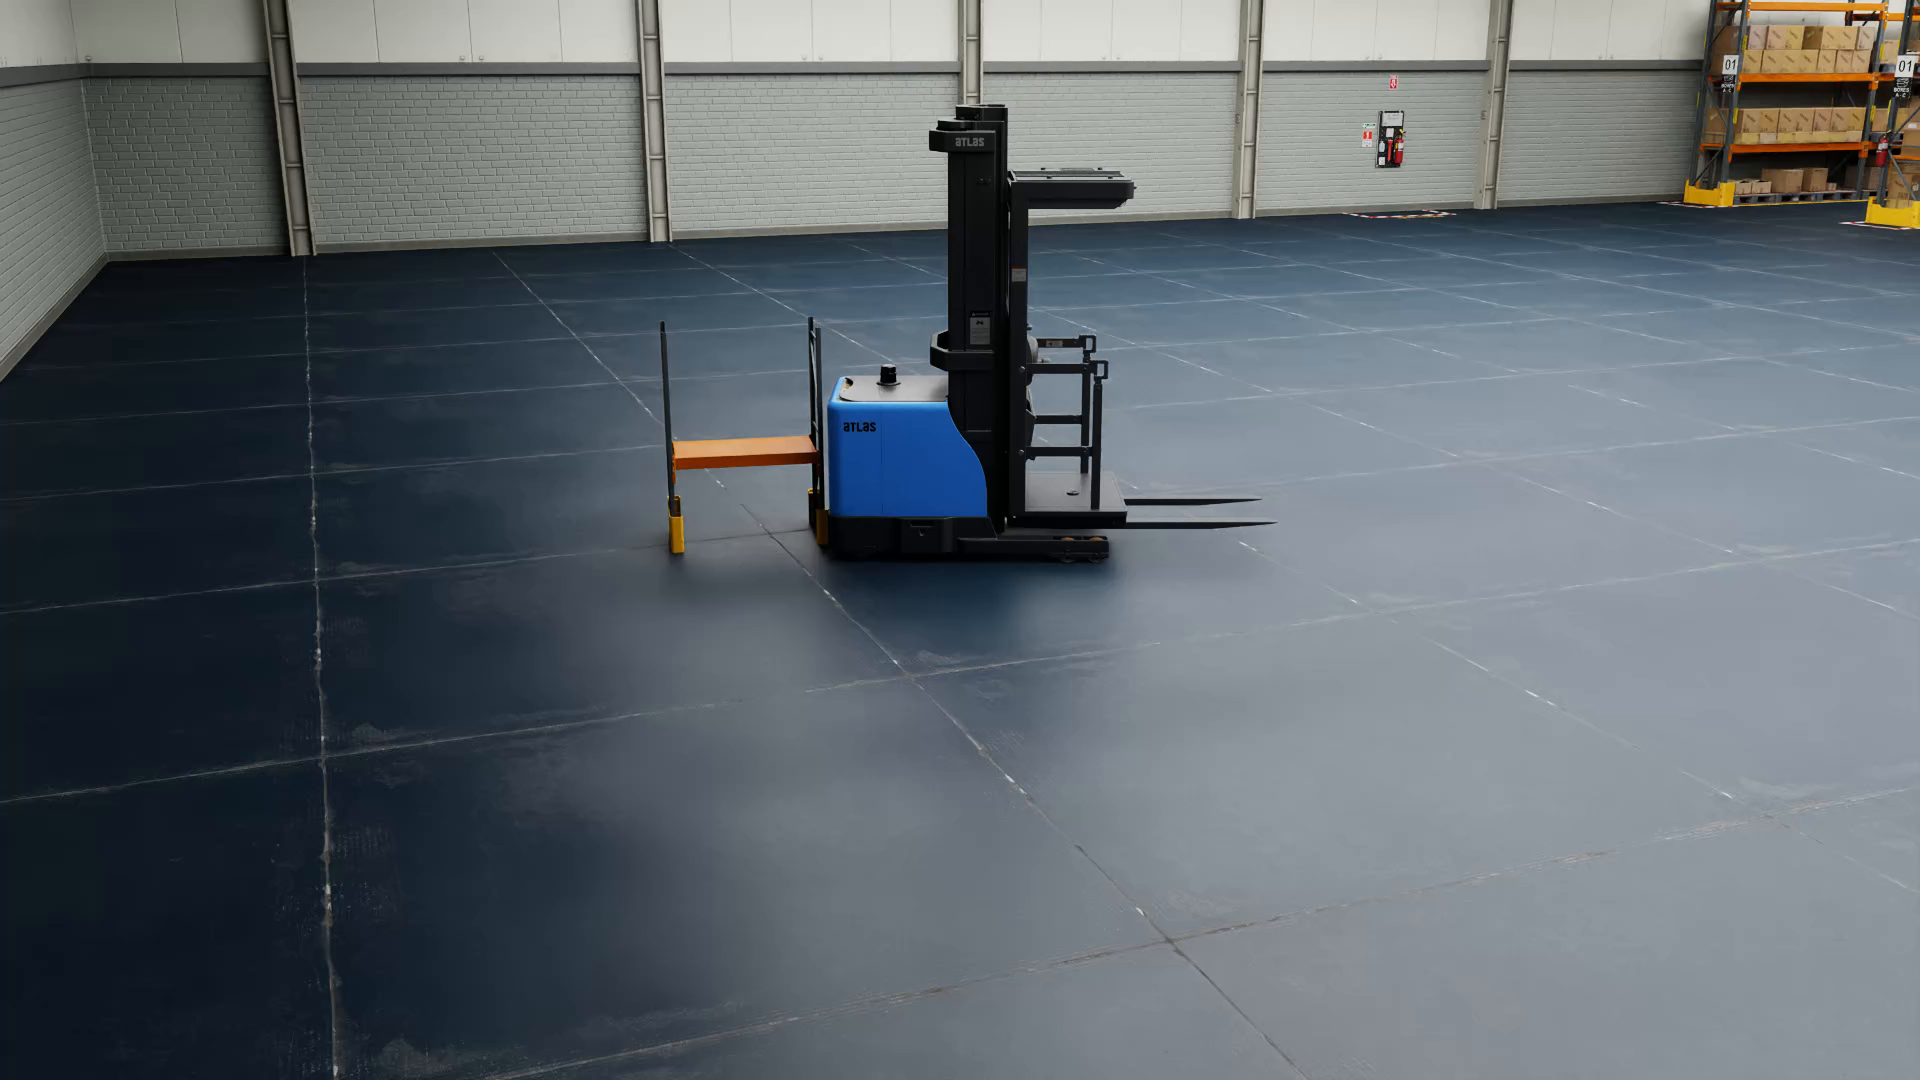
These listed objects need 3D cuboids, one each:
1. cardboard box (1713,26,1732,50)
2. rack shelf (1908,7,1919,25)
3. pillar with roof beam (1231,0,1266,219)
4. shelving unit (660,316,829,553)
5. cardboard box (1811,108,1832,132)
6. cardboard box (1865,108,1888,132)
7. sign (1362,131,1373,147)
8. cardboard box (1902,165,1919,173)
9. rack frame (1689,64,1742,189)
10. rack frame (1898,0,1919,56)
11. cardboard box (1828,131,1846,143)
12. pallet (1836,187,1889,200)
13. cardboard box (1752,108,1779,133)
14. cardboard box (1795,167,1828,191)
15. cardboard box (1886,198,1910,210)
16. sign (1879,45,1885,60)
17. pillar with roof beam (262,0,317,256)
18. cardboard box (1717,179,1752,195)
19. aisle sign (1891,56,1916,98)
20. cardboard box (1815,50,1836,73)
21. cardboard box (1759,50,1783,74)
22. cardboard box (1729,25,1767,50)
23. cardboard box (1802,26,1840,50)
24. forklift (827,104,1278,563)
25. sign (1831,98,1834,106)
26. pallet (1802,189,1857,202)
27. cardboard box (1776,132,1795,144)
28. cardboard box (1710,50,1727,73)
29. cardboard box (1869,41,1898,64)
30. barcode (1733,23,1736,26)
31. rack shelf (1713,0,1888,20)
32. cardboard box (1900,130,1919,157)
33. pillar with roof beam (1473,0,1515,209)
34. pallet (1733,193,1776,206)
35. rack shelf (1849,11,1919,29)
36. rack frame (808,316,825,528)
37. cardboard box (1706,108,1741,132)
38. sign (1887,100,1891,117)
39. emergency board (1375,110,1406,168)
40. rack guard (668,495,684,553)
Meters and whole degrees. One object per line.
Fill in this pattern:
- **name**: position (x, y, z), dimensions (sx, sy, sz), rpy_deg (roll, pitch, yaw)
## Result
- **cardboard box**: position (16.970, -11.042, 36.565), dimensions (0.500, 0.500, 0.500), rpy_deg (-5, 17, -18)
- **rack shelf**: position (20.304, -10.193, 32.325), dimensions (4.000, 0.370, 1.077), rpy_deg (-6, 17, -20)
- **pillar with roof beam**: position (7.340, -9.787, 28.956), dimensions (0.400, 9.000, 9.100), rpy_deg (-6, 17, -20)
- **shelving unit**: position (-1.484, -0.741, 11.458), dimensions (1.083, 1.500, 0.587), rpy_deg (-3, 17, -11)
- **cardboard box**: position (19.127, -9.425, 37.270), dimensions (0.500, 0.500, 0.500), rpy_deg (-7, 18, -22)
- **cardboard box**: position (20.883, -9.658, 38.204), dimensions (0.500, 0.500, 0.700), rpy_deg (-6, 17, -20)
- **sign**: position (8.528, -8.396, 34.801), dimensions (0.234, 0.329, 0.001), rpy_deg (-6, 17, -20)
- **cardboard box**: position (22.033, -8.553, 39.055), dimensions (0.500, 0.500, 0.700), rpy_deg (-6, 17, -19)
- **rack frame**: position (16.661, -8.953, 36.763), dimensions (0.127, 3.000, 1.000), rpy_deg (-6, 17, -20)
- **rack frame**: position (18.437, -10.529, 31.480), dimensions (0.127, 3.000, 1.000), rpy_deg (-6, 17, -20)
- **cardboard box**: position (19.594, -9.118, 37.557), dimensions (0.500, 0.250, 0.500), rpy_deg (-6, 17, -20)
- **pallet**: position (21.122, -8.097, 38.798), dimensions (1.213, 0.211, 1.003), rpy_deg (-6, 17, -20)
- **cardboard box**: position (17.679, -9.267, 36.731), dimensions (0.500, 0.500, 0.500), rpy_deg (-6, 17, -20)
- **cardboard box**: position (19.441, -8.253, 38.034), dimensions (0.500, 0.500, 0.500), rpy_deg (-8, 18, -24)
- **cardboard box**: position (18.832, -6.664, 33.103), dimensions (0.500, 0.250, 0.500), rpy_deg (-6, 17, -20)
- **sign**: position (20.597, -10.902, 37.157), dimensions (0.005, 0.325, 0.100), rpy_deg (-6, 17, -20)
- **pillar with roof beam**: position (-9.468, -7.972, 22.776), dimensions (0.400, 9.000, 9.100), rpy_deg (-6, 17, -20)
- **cardboard box**: position (17.339, -7.920, 37.237), dimensions (0.500, 0.311, 0.500), rpy_deg (-8, 18, -26)
- **aisle sign**: position (18.270, -8.968, 32.200), dimensions (0.004, 0.787, 0.394), rpy_deg (-6, 17, -20)
- **cardboard box**: position (19.032, -10.624, 36.915), dimensions (0.500, 0.500, 0.500), rpy_deg (-7, 18, -22)
- **cardboard box**: position (17.577, -10.463, 36.366), dimensions (0.500, 0.500, 0.500), rpy_deg (-5, 17, -16)
- **cardboard box**: position (17.107, -10.905, 36.097), dimensions (0.500, 0.500, 0.500), rpy_deg (-8, 18, -24)
- **cardboard box**: position (19.033, -11.098, 36.754), dimensions (0.500, 0.500, 0.500), rpy_deg (-7, 18, -22)
- **forklift**: position (0.631, -1.406, 11.185), dimensions (3.031, 2.935, 1.130), rpy_deg (0, 16, 0)
- **sign**: position (20.194, -10.058, 38.469), dimensions (0.005, 0.325, 0.100), rpy_deg (-6, 17, -20)
- **pallet**: position (19.781, -7.941, 38.267), dimensions (1.213, 0.211, 1.003), rpy_deg (-6, 17, -20)
- **cardboard box**: position (18.187, -8.962, 37.025), dimensions (0.500, 0.250, 0.500), rpy_deg (-6, 18, -21)
- **cardboard box**: position (16.960, -10.559, 36.693), dimensions (0.500, 0.500, 0.500), rpy_deg (-5, 17, -16)
- **cardboard box**: position (20.935, -11.079, 37.756), dimensions (0.500, 0.500, 0.500), rpy_deg (-4, 17, -12)
- **barcode**: position (17.145, -11.411, 36.792), dimensions (0.075, 0.075, 0.001), rpy_deg (-6, 17, -20)
- **rack shelf**: position (18.528, -11.686, 36.706), dimensions (4.000, 0.370, 1.077), rpy_deg (-6, 17, -20)
- **cardboard box**: position (18.877, -7.742, 32.460), dimensions (0.500, 0.500, 0.700), rpy_deg (-6, 17, -20)
- **pillar with roof beam**: position (12.942, -10.392, 31.016), dimensions (0.400, 9.000, 9.100), rpy_deg (-6, 17, -20)
- **pallet**: position (17.503, -7.695, 37.429), dimensions (1.213, 0.211, 1.003), rpy_deg (-6, 17, -20)
- **rack shelf**: position (22.263, -11.899, 38.135), dimensions (4.000, 0.370, 1.077), rpy_deg (-6, 17, -20)
- **rack frame**: position (-0.994, -0.768, 11.551), dimensions (0.032, 1.500, 0.500), rpy_deg (-3, 17, -11)
- **cardboard box**: position (17.025, -9.354, 37.028), dimensions (0.500, 0.500, 0.500), rpy_deg (-6, 18, -21)
- **sign**: position (18.255, -8.464, 32.620), dimensions (0.005, 0.325, 0.100), rpy_deg (-6, 17, -20)
- **emergency board**: position (9.081, -8.407, 34.904), dimensions (0.643, 1.169, 0.194), rpy_deg (-6, 17, -20)
- **rack guard**: position (-1.973, -0.114, 11.541), dimensions (0.087, 0.250, 0.587), rpy_deg (-3, 17, -11)
